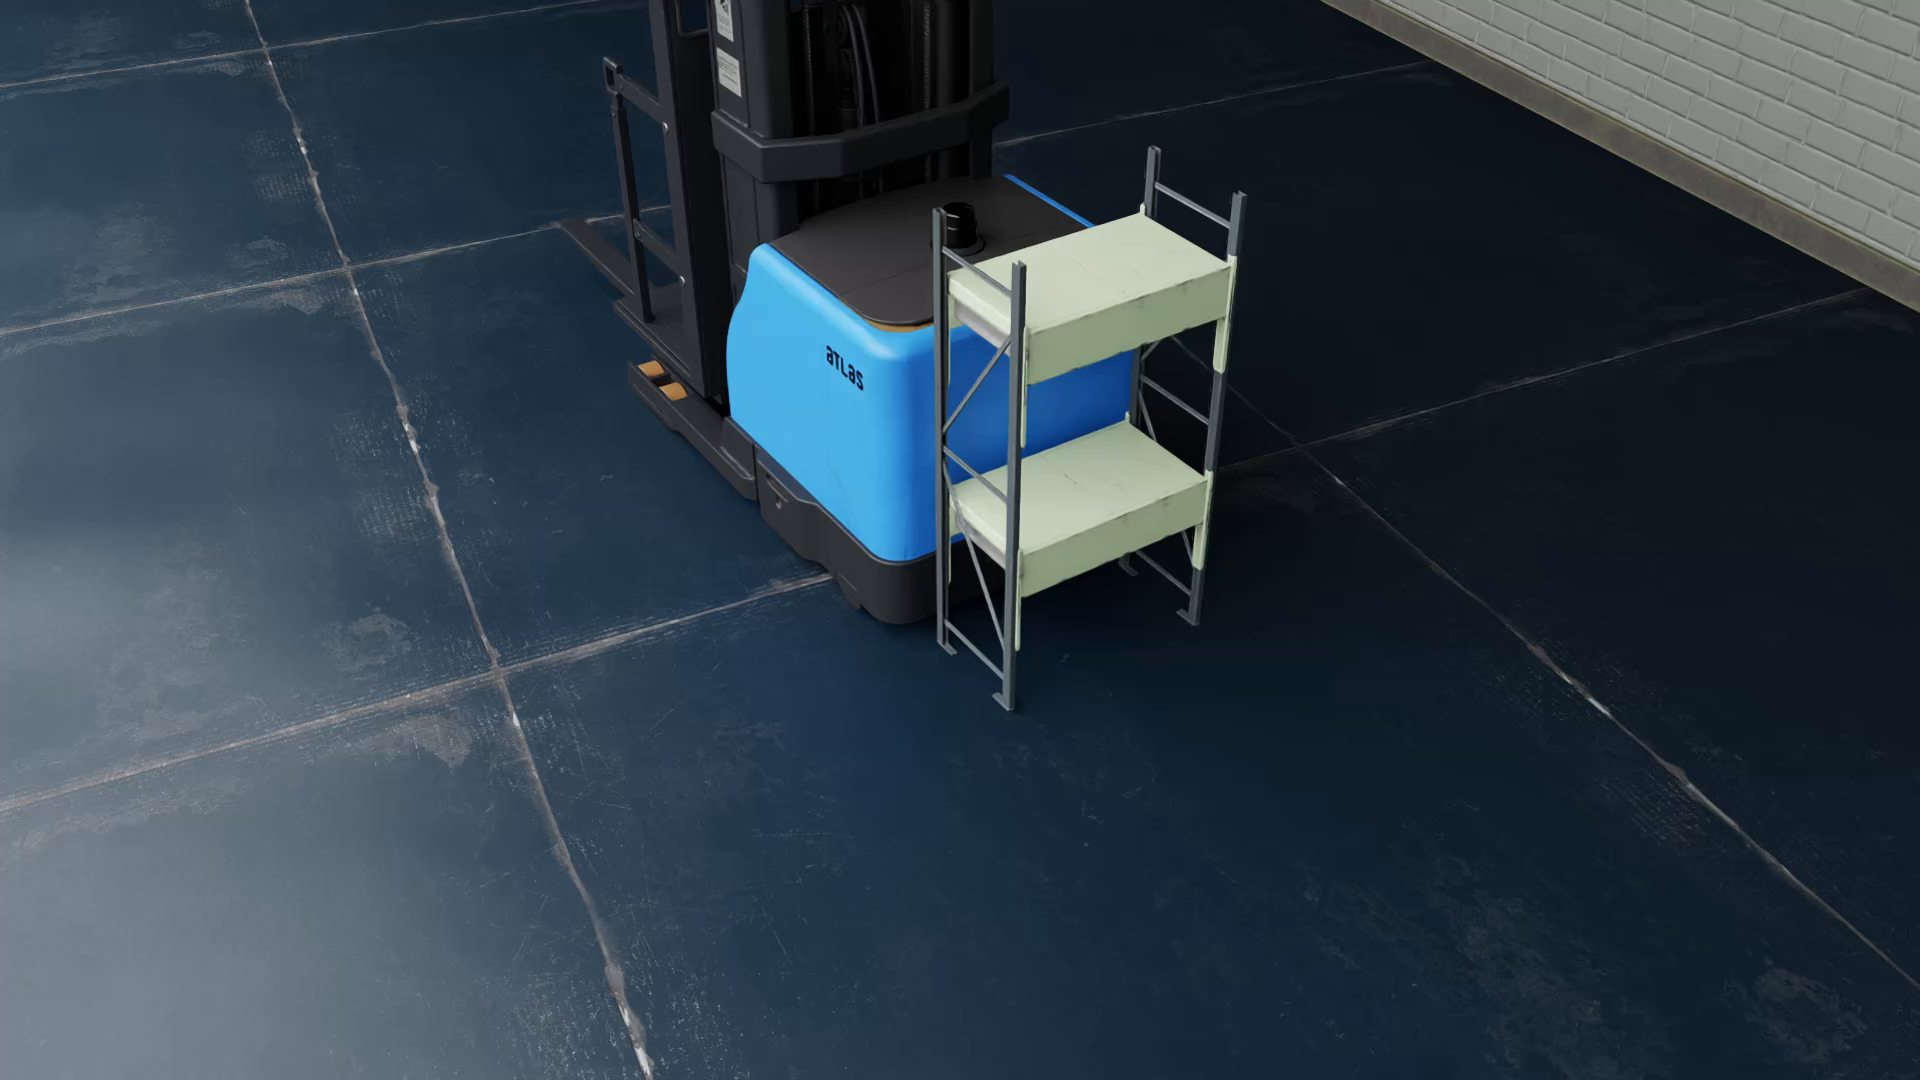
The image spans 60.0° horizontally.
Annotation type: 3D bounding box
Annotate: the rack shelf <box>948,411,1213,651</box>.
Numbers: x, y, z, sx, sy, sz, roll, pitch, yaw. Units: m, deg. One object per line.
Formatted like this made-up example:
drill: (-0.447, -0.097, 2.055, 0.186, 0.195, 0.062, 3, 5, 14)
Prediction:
rack shelf: (0.351, -0.041, 5.093, 0.720, 0.370, 0.431, -22, 42, -26)

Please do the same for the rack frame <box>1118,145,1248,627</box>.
rack frame: (0.655, -0.423, 5.061, 0.023, 1.500, 0.400, -22, 42, -26)

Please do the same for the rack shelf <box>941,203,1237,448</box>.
rack shelf: (0.351, -0.615, 4.665, 0.720, 0.370, 0.431, -22, 42, -26)

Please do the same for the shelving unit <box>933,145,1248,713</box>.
shelving unit: (0.351, -0.302, 4.898, 0.755, 1.500, 0.431, -22, 42, -26)

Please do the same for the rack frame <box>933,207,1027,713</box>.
rack frame: (0.047, -0.181, 4.735, 0.023, 1.500, 0.400, -22, 42, -26)

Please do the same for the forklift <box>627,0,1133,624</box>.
forklift: (-0.626, -1.750, 5.649, 1.130, 2.935, 3.031, -22, 42, -26)
